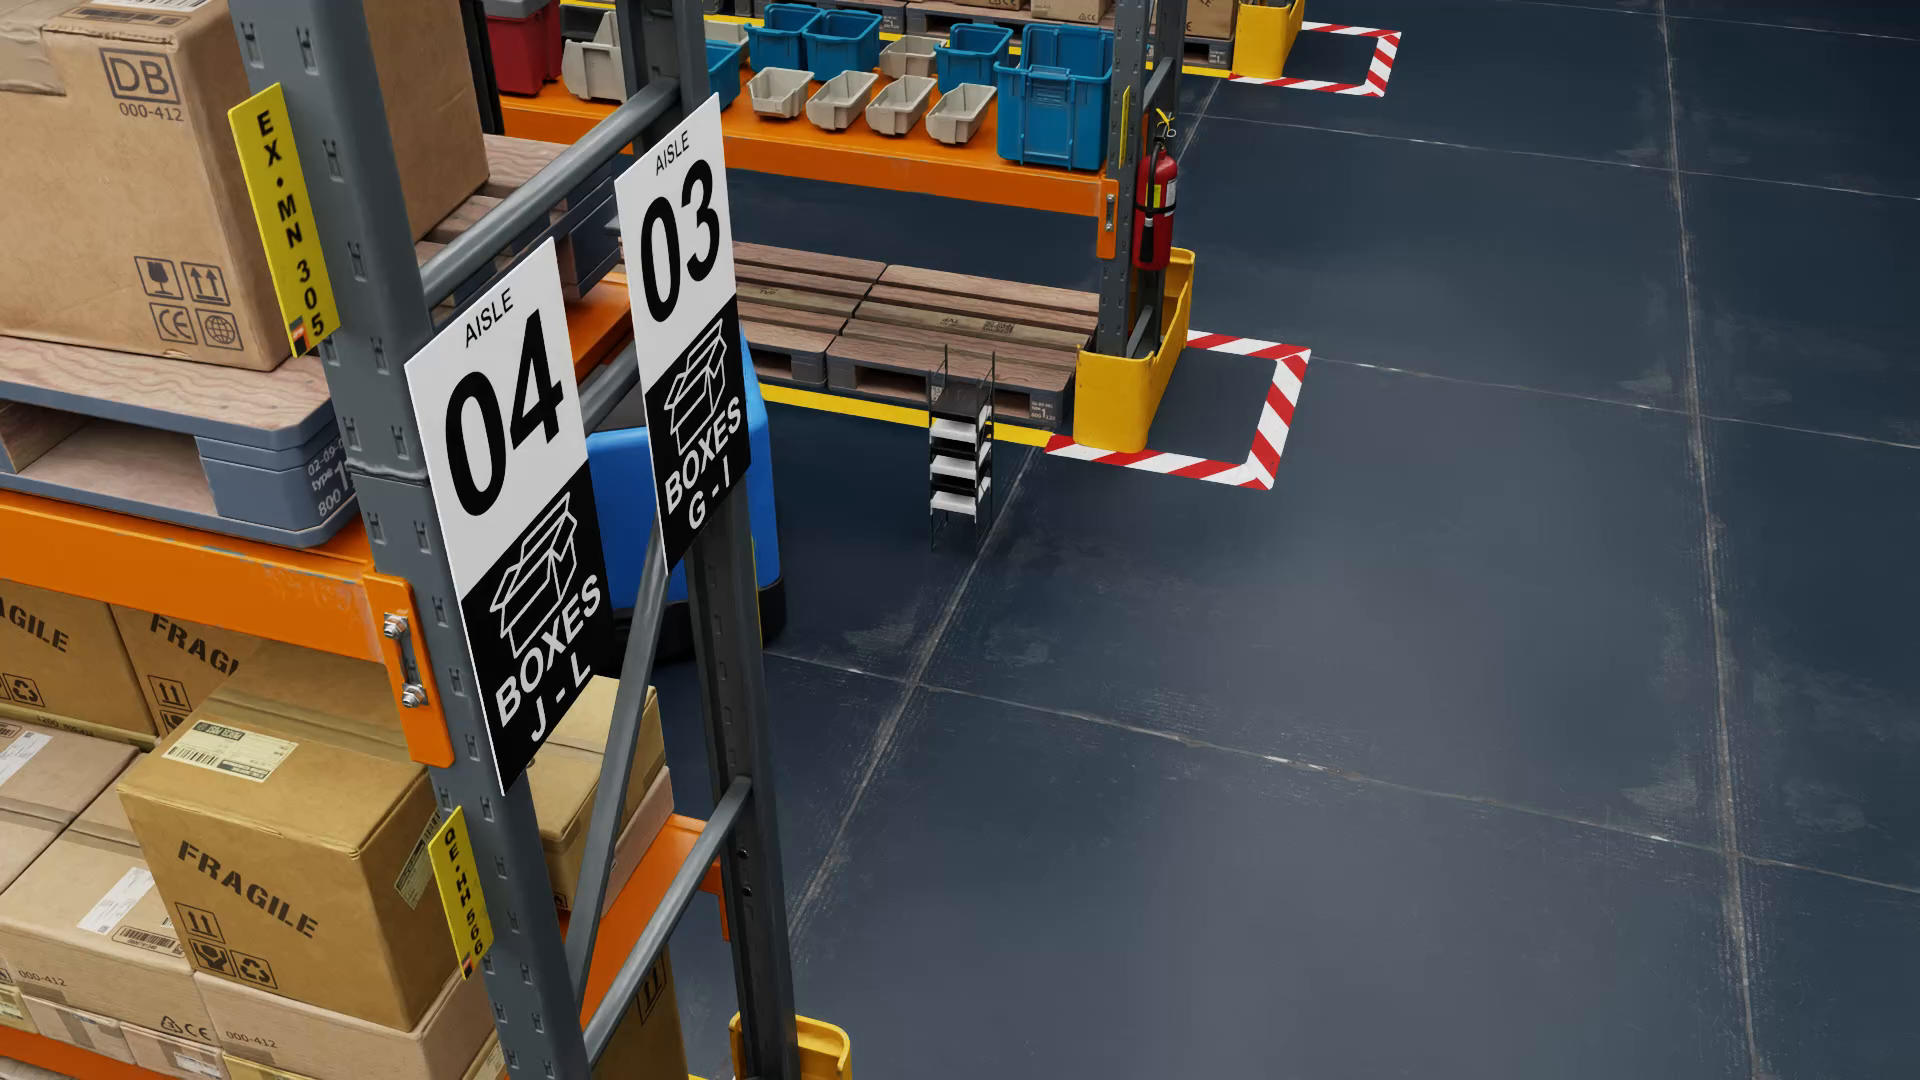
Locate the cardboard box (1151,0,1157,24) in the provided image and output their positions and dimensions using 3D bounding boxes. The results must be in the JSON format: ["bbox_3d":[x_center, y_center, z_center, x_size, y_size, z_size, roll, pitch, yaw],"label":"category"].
[{"bbox_3d":[1.360,-3.878,12.007,0.250,0.166,0.380,10,38,14],"label":"cardboard box"}]

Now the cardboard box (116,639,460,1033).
[{"bbox_3d":[-1.189,0.543,3.225,0.500,0.500,0.500,11,38,14],"label":"cardboard box"}]

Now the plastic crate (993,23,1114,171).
[{"bbox_3d":[0.456,-1.953,7.292,0.499,0.435,0.616,10,38,14],"label":"plastic crate"}]

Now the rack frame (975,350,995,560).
[{"bbox_3d":[0.105,-0.343,6.957,0.006,0.900,0.240,10,38,14],"label":"rack frame"}]

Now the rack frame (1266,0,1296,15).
[{"bbox_3d":[2.312,-4.763,11.190,0.127,3.000,1.000,10,38,14],"label":"rack frame"}]

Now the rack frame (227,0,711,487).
[{"bbox_3d":[-0.645,-1.574,1.798,0.127,3.000,1.000,10,38,14],"label":"rack frame"}]

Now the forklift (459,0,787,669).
[{"bbox_3d":[-2.268,-0.840,5.919,3.031,2.935,1.130,-8,37,-11],"label":"forklift"}]

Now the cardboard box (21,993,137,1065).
[{"bbox_3d":[-1.810,0.931,3.666,0.250,0.149,0.380,11,38,15],"label":"cardboard box"}]

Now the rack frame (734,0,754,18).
[{"bbox_3d":[-1.506,-5.470,12.151,0.127,3.000,1.000,10,38,14],"label":"rack frame"}]

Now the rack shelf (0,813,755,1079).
[{"bbox_3d":[-2.554,0.778,4.269,4.000,0.370,1.077,10,38,14],"label":"rack shelf"}]

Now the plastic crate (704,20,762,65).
[{"bbox_3d":[-1.235,-2.448,8.217,0.466,0.136,0.293,10,38,14],"label":"plastic crate"}]

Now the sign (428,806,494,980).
[{"bbox_3d":[-0.820,0.585,2.749,0.005,0.325,0.100,10,38,14],"label":"sign"}]

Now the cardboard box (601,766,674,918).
[{"bbox_3d":[-0.886,0.693,3.989,0.250,0.149,0.380,11,38,14],"label":"cardboard box"}]

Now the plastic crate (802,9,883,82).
[{"bbox_3d":[-0.563,-2.380,8.044,0.300,0.233,0.416,10,38,14],"label":"plastic crate"}]

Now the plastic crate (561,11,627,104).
[{"bbox_3d":[-1.584,-2.270,7.853,0.530,0.282,0.437,10,38,14],"label":"plastic crate"}]

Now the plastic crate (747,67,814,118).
[{"bbox_3d":[-0.834,-2.057,7.686,0.250,0.136,0.298,10,38,14],"label":"plastic crate"}]

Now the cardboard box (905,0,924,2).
[{"bbox_3d":[-0.341,-4.162,12.393,0.250,0.166,0.380,10,38,14],"label":"cardboard box"}]

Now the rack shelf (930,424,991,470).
[{"bbox_3d":[0.008,-0.407,6.948,0.200,0.077,0.258,10,38,14],"label":"rack shelf"}]

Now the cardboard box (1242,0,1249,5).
[{"bbox_3d":[2.015,-4.060,12.270,0.250,0.149,0.380,10,38,14],"label":"cardboard box"}]

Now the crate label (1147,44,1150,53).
[{"bbox_3d":[0.694,-2.147,7.728,0.303,0.233,0.416,10,38,14],"label":"crate label"}]

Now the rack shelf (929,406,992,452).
[{"bbox_3d":[0.008,-0.479,6.894,0.200,0.077,0.258,10,38,14],"label":"rack shelf"}]

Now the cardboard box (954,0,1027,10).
[{"bbox_3d":[0.289,-4.312,12.313,0.637,0.503,0.797,10,38,14],"label":"cardboard box"}]

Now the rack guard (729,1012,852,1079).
[{"bbox_3d":[-0.622,1.853,4.311,0.348,0.500,1.175,10,38,14],"label":"rack guard"}]

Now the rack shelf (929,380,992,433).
[{"bbox_3d":[0.008,-0.552,6.841,0.200,0.077,0.258,10,38,14],"label":"rack shelf"}]

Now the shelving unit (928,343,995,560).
[{"bbox_3d":[0.008,-0.361,6.981,0.210,0.900,0.258,10,38,14],"label":"shelving unit"}]

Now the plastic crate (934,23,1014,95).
[{"bbox_3d":[0.066,-2.264,7.886,0.300,0.233,0.416,10,38,14],"label":"plastic crate"}]

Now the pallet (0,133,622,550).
[{"bbox_3d":[-1.357,-0.456,2.883,1.213,0.211,1.003,10,38,14],"label":"pallet"}]

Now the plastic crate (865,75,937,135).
[{"bbox_3d":[-0.273,-1.980,7.581,0.243,0.136,0.396,10,38,14],"label":"plastic crate"}]

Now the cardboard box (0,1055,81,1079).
[{"bbox_3d":[-2.149,1.300,4.392,0.875,0.875,0.875,10,38,14],"label":"cardboard box"}]

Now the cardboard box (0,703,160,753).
[{"bbox_3d":[-2.000,0.366,4.098,0.500,0.250,0.500,9,37,12],"label":"cardboard box"}]

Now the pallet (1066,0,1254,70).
[{"bbox_3d":[1.478,-3.793,12.226,1.213,0.211,1.003,10,38,14],"label":"pallet"}]

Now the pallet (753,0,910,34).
[{"bbox_3d":[-0.851,-4.225,12.812,1.213,0.211,1.003,10,38,14],"label":"pallet"}]

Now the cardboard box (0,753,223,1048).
[{"bbox_3d":[-1.671,0.757,3.567,0.500,0.250,0.500,10,37,13],"label":"cardboard box"}]

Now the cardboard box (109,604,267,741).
[{"bbox_3d":[-1.500,0.154,3.753,0.500,0.500,0.500,10,37,13],"label":"cardboard box"}]

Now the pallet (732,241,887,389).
[{"bbox_3d":[-1.105,-1.222,8.732,1.213,0.211,1.003,10,38,14],"label":"pallet"}]

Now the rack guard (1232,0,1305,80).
[{"bbox_3d":[2.240,-3.769,11.949,0.348,0.500,1.175,10,38,14],"label":"rack guard"}]

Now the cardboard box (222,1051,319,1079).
[{"bbox_3d":[-1.332,1.021,3.544,0.250,0.149,0.380,11,38,14],"label":"cardboard box"}]

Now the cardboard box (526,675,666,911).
[{"bbox_3d":[-1.023,0.545,3.855,0.500,0.250,0.500,10,37,13],"label":"cardboard box"}]

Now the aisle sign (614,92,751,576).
[{"bbox_3d":[-0.487,-0.362,3.019,0.004,0.787,0.394,10,38,14],"label":"aisle sign"}]
